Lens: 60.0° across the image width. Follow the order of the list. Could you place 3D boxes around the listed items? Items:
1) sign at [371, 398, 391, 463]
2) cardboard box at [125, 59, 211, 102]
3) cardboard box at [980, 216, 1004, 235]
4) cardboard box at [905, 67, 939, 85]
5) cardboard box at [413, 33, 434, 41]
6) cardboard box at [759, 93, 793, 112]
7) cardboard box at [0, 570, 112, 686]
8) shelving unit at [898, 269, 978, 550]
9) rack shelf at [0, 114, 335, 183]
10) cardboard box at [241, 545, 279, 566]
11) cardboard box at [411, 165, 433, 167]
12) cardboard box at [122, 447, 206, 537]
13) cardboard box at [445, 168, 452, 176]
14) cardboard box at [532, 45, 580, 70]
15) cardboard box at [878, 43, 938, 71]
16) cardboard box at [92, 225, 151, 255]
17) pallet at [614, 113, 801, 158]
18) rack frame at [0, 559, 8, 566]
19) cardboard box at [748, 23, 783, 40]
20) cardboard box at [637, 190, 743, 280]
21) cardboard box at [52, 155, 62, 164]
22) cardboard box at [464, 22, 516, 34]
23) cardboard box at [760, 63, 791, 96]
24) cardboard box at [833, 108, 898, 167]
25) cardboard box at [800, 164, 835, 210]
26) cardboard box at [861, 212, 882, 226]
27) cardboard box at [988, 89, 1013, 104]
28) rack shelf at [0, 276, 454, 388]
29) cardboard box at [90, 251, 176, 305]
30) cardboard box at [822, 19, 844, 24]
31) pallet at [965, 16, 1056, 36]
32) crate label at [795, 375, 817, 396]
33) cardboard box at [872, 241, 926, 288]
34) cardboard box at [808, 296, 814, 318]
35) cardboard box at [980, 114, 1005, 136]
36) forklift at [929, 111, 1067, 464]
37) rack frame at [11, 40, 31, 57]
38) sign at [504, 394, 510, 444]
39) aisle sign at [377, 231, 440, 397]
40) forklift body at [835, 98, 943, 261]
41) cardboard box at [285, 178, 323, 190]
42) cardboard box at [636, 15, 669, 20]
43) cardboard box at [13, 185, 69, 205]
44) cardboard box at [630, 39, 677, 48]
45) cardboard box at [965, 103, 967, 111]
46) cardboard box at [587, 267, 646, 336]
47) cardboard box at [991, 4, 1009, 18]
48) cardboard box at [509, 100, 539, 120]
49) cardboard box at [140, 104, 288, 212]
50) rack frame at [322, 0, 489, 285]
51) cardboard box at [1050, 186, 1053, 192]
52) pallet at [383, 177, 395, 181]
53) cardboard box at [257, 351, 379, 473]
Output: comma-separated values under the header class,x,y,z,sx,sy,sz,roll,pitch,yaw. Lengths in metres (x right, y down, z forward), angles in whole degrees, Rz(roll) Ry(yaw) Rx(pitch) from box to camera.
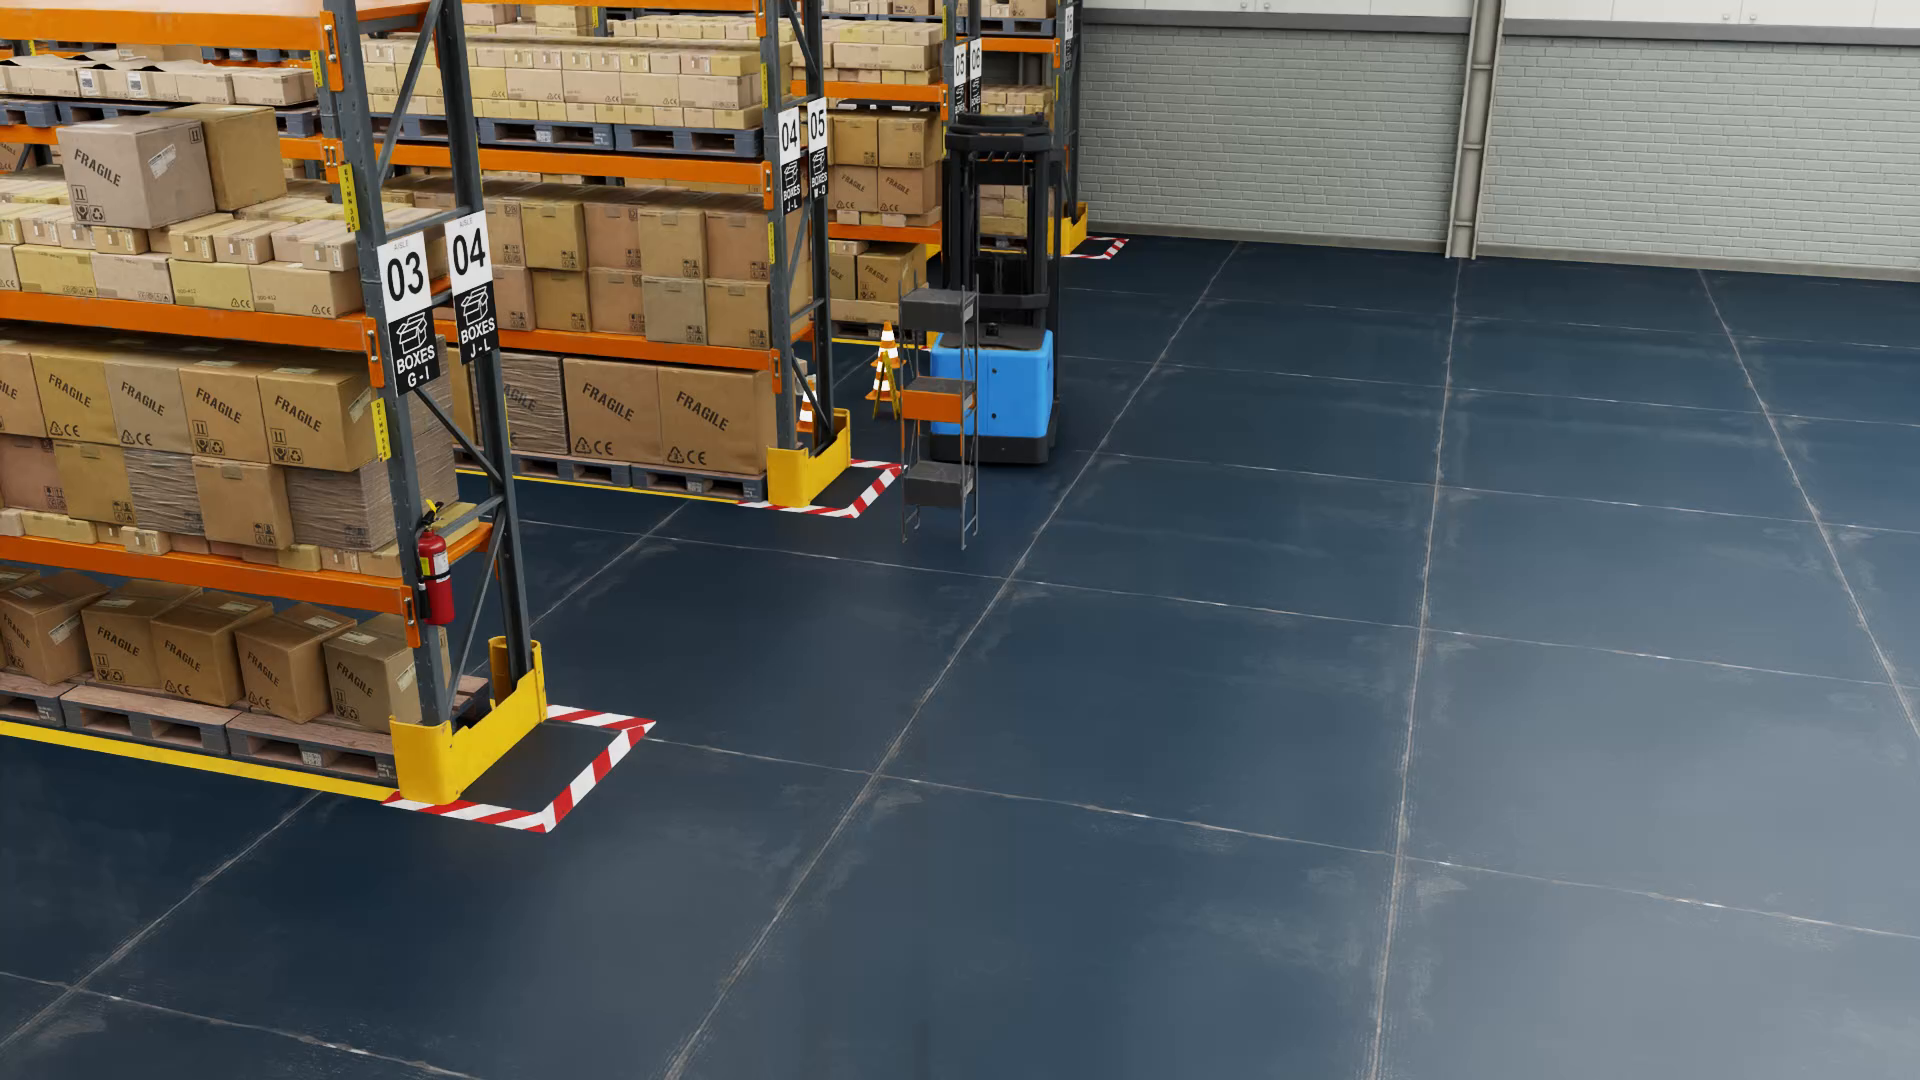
class,x,y,z,sx,sy,sz,roll,pitch,yaw
sign,-3.020,-0.573,8.677,0.005,0.325,0.100,7,23,16
cardboard box,-6.882,-4.019,14.501,0.500,0.311,0.500,6,23,14
cardboard box,0.438,-4.412,23.048,0.500,0.250,0.500,7,23,15
cardboard box,-0.400,-4.900,17.547,0.250,0.149,0.380,7,23,16
cardboard box,-4.456,-4.249,14.224,0.250,0.149,0.380,6,23,15
cardboard box,-1.546,-3.548,13.565,0.250,0.149,0.380,7,23,16
cardboard box,-5.748,0.552,10.618,0.500,0.500,0.500,15,27,32
shelving unit,-0.158,-0.990,12.821,0.503,2.100,0.431,7,23,16
rack shelf,-7.055,-3.594,14.980,4.000,0.370,1.077,7,23,16
cardboard box,-3.901,0.000,9.553,0.250,0.149,0.380,7,23,16
cardboard box,-6.261,-4.703,19.610,0.500,0.500,0.500,7,23,16
cardboard box,-4.338,-0.426,9.738,0.500,0.500,0.875,7,23,16
cardboard box,-5.846,-4.348,19.601,0.250,0.149,0.380,7,23,17
cardboard box,-3.191,-3.843,13.235,0.250,0.149,0.380,7,23,16
cardboard box,-0.545,-5.105,17.522,0.500,0.250,0.500,6,23,15
cardboard box,-4.440,-1.656,8.979,0.250,0.149,0.380,5,23,13
pallet,-2.024,-3.306,13.446,1.213,0.211,1.003,7,23,16
rack frame,-6.670,-0.529,10.512,0.127,3.000,1.000,7,23,16
cardboard box,-2.088,-5.477,17.902,0.250,0.149,0.380,7,23,17
cardboard box,-2.208,-2.532,13.775,0.550,0.550,0.875,7,23,16
cardboard box,-11.121,-4.793,21.105,0.500,0.250,0.500,6,23,14
cardboard box,-5.379,-5.767,18.974,0.500,0.250,0.500,7,23,16
cardboard box,-1.699,-3.724,13.470,0.500,0.250,0.500,6,23,15
cardboard box,-1.012,-4.373,18.041,0.500,0.500,0.700,7,23,16
cardboard box,-1.533,-3.947,18.321,0.500,0.500,0.500,6,23,15
cardboard box,-0.911,-3.562,18.236,0.250,0.149,0.380,6,23,15
cardboard box,0.545,-5.976,22.414,0.250,0.149,0.380,7,23,17
rack shelf,-4.755,-1.365,9.545,4.000,0.370,1.077,7,23,16
cardboard box,-4.342,-1.482,9.082,0.500,0.250,0.500,7,23,17
cardboard box,-1.437,-5.622,18.255,0.250,0.149,0.380,7,23,17
pallet,0.783,-6.929,22.278,1.213,0.211,1.003,7,23,16
crate label,-1.528,-1.568,16.818,0.298,0.136,0.250,-5,23,-12
cardboard box,-0.693,-3.152,18.987,0.500,0.500,0.500,6,23,14
cardboard box,-1.825,-2.719,18.921,0.500,0.250,0.500,6,23,14
cardboard box,0.412,-5.560,22.646,0.500,0.500,0.500,7,23,17
forklift,0.406,-2.547,15.522,1.130,2.935,3.031,2,22,6
rack frame,-8.970,-5.534,14.809,0.127,3.000,1.000,7,23,16
sign,-2.684,-0.688,9.760,0.005,0.325,0.100,7,23,16
aisle sign,-2.867,-1.178,8.668,0.004,0.787,0.394,7,23,16
forklift body,-0.890,-4.647,21.671,1.214,2.155,2.313,7,23,16
cardboard box,-6.110,-2.937,14.933,0.500,0.500,0.700,6,23,15
cardboard box,-3.441,-5.815,18.726,0.250,0.149,0.380,7,23,17
cardboard box,-5.283,-1.967,9.737,0.250,0.149,0.380,7,23,18
cardboard box,-2.511,-4.027,13.682,0.250,0.149,0.380,6,23,15
cardboard box,0.053,-5.889,22.593,0.250,0.149,0.380,6,23,14
cardboard box,-2.712,-2.135,14.229,0.550,0.550,0.875,7,23,16
cardboard box,0.572,-6.988,21.951,0.250,0.149,0.380,6,23,14
cardboard box,-3.434,-3.502,13.454,0.250,0.149,0.380,7,23,16
cardboard box,-4.183,-2.154,9.340,0.500,0.500,0.500,6,23,15
rack frame,-2.840,-2.866,8.305,0.127,3.000,1.000,7,23,16
cardboard box,1.047,-5.001,23.167,0.500,0.250,0.500,6,23,15
pallet,-6.923,-4.440,20.299,1.003,0.211,1.213,7,23,16
cardboard box,-3.438,-0.708,9.106,0.500,0.500,0.500,7,23,16
